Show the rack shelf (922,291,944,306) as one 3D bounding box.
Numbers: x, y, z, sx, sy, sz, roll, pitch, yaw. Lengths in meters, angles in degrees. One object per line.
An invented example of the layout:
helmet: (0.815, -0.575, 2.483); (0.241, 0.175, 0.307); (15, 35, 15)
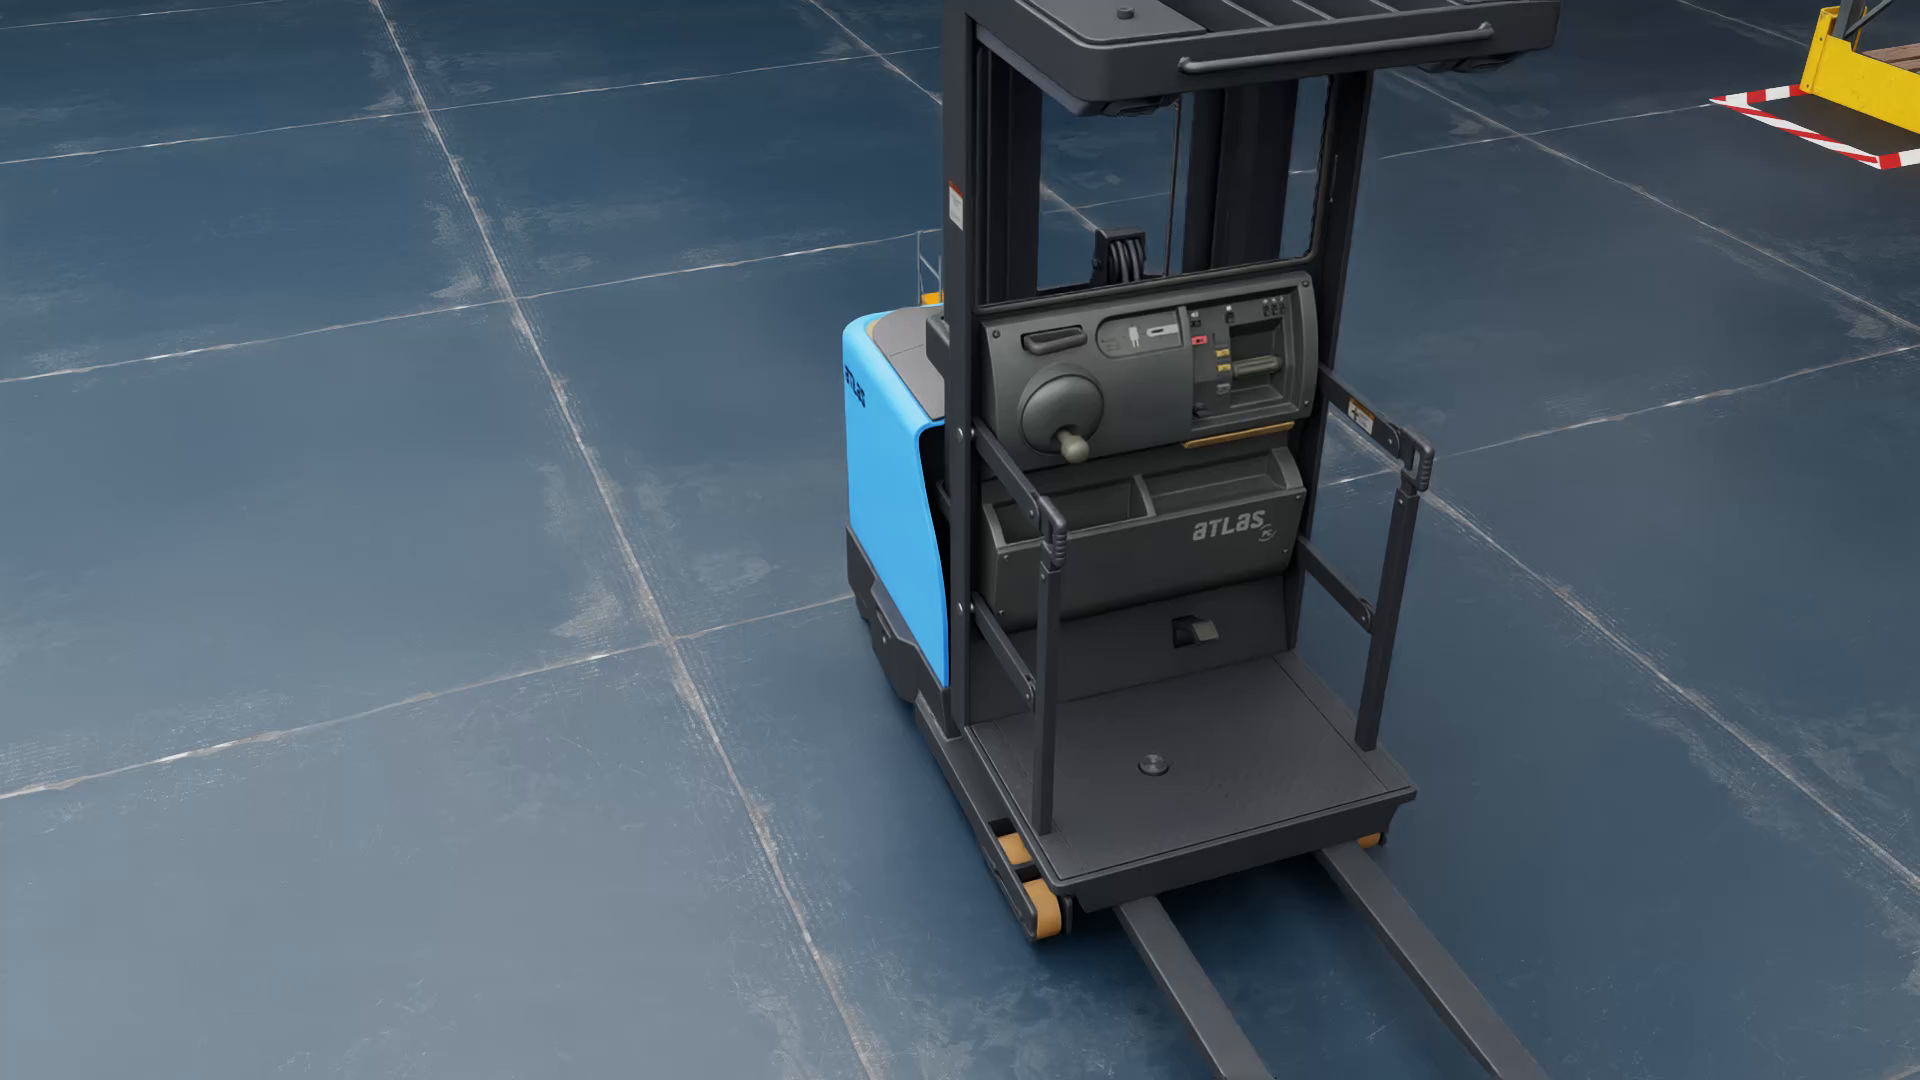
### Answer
rack shelf: (-0.016, -0.773, 5.760); (0.180, 0.103, 0.258); (-11, 35, -17)

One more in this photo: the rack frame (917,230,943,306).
rack frame: (-0.103, -0.492, 5.905); (0.006, 1.200, 0.240); (-11, 35, -17)

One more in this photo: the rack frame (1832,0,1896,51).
rack frame: (5.722, -3.880, 9.463); (0.127, 3.000, 1.000); (-13, 35, -19)

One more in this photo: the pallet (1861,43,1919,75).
pallet: (6.525, -2.920, 10.544); (1.213, 0.211, 1.003); (-13, 35, -19)

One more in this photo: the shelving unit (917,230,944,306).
shelving unit: (-0.017, -0.509, 5.932); (0.189, 1.200, 0.258); (-11, 35, -17)

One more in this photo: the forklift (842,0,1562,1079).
forklift: (0.587, -0.389, 4.161); (1.130, 2.935, 3.031); (-11, 35, -17)

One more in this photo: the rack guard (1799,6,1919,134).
rack guard: (5.774, -2.872, 10.206); (0.348, 0.500, 1.175); (-13, 35, -19)
